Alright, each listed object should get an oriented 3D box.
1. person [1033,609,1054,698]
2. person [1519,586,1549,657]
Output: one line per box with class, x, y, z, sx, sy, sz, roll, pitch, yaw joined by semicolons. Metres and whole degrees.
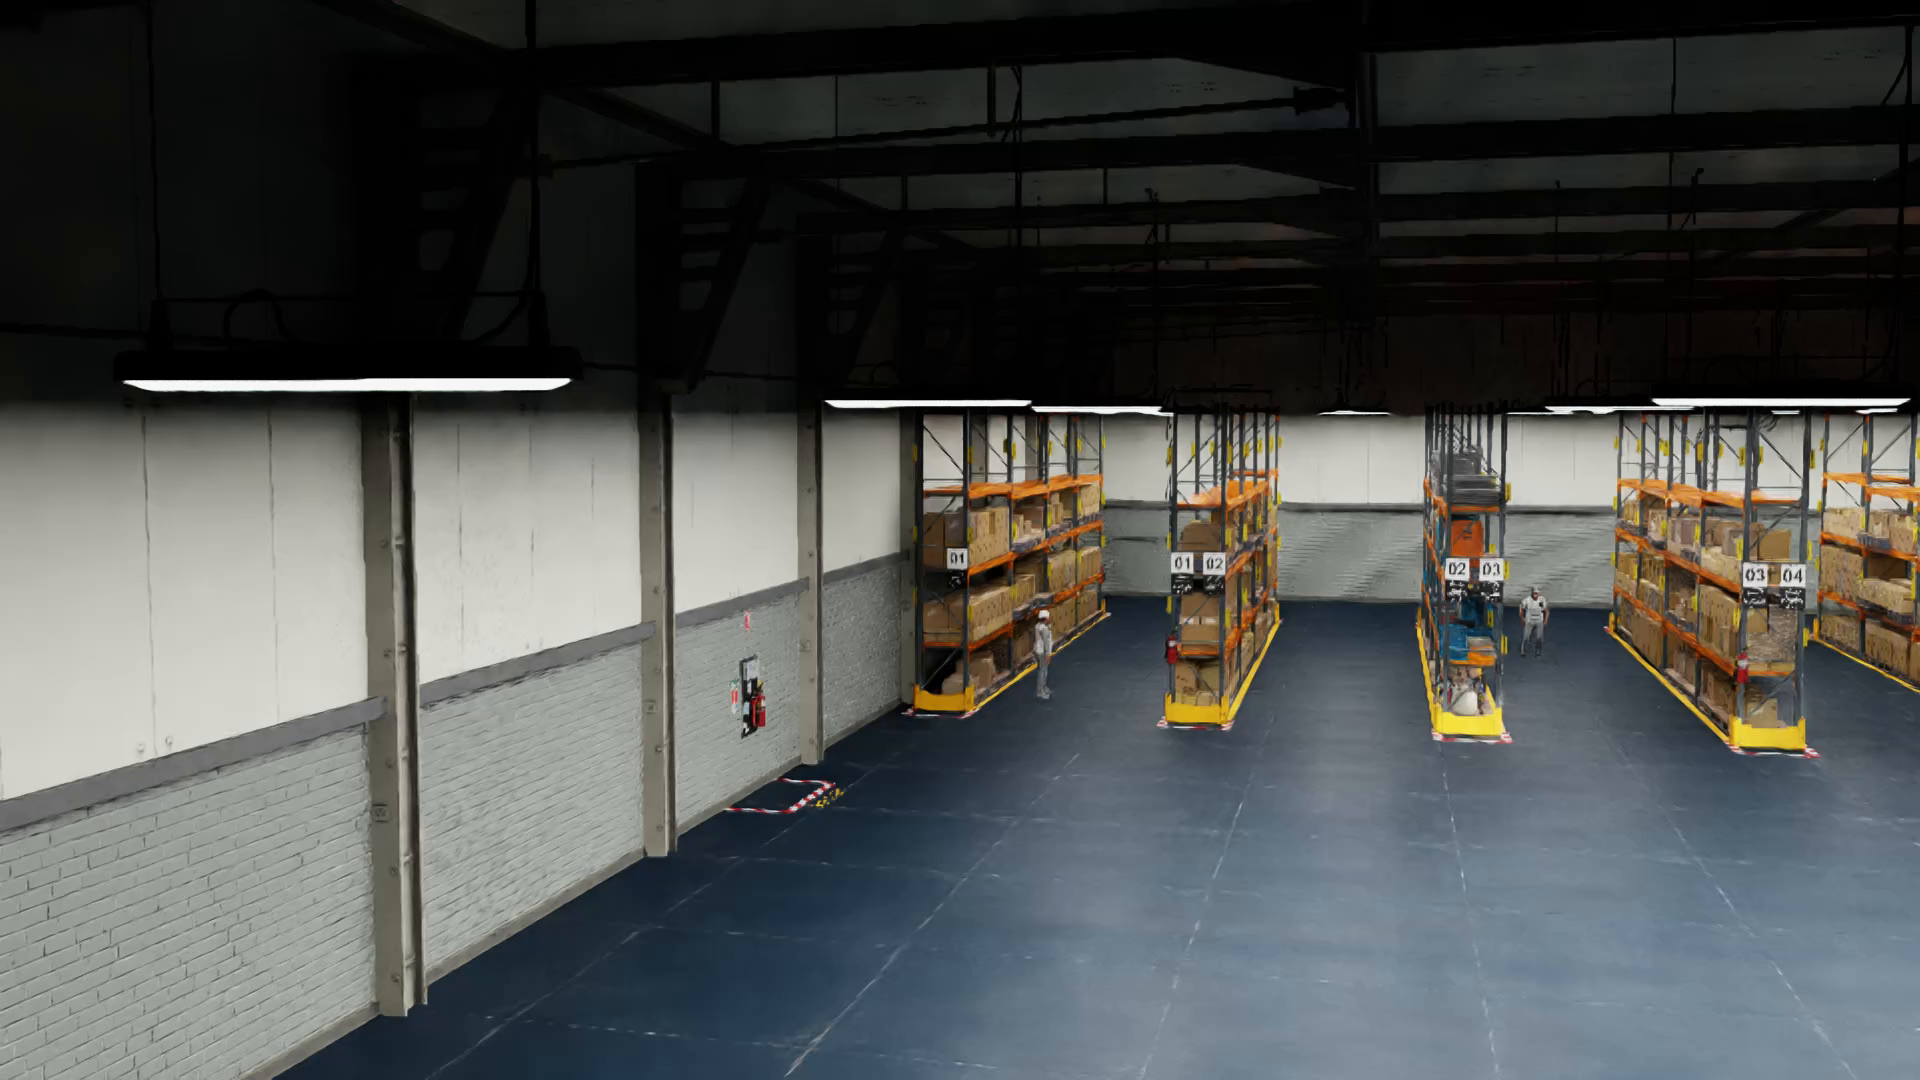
person;1.751;2.310;34.024;0.461;1.774;0.591;-1;4;-12
person;13.707;1.937;39.742;0.682;1.715;0.542;1;4;12
